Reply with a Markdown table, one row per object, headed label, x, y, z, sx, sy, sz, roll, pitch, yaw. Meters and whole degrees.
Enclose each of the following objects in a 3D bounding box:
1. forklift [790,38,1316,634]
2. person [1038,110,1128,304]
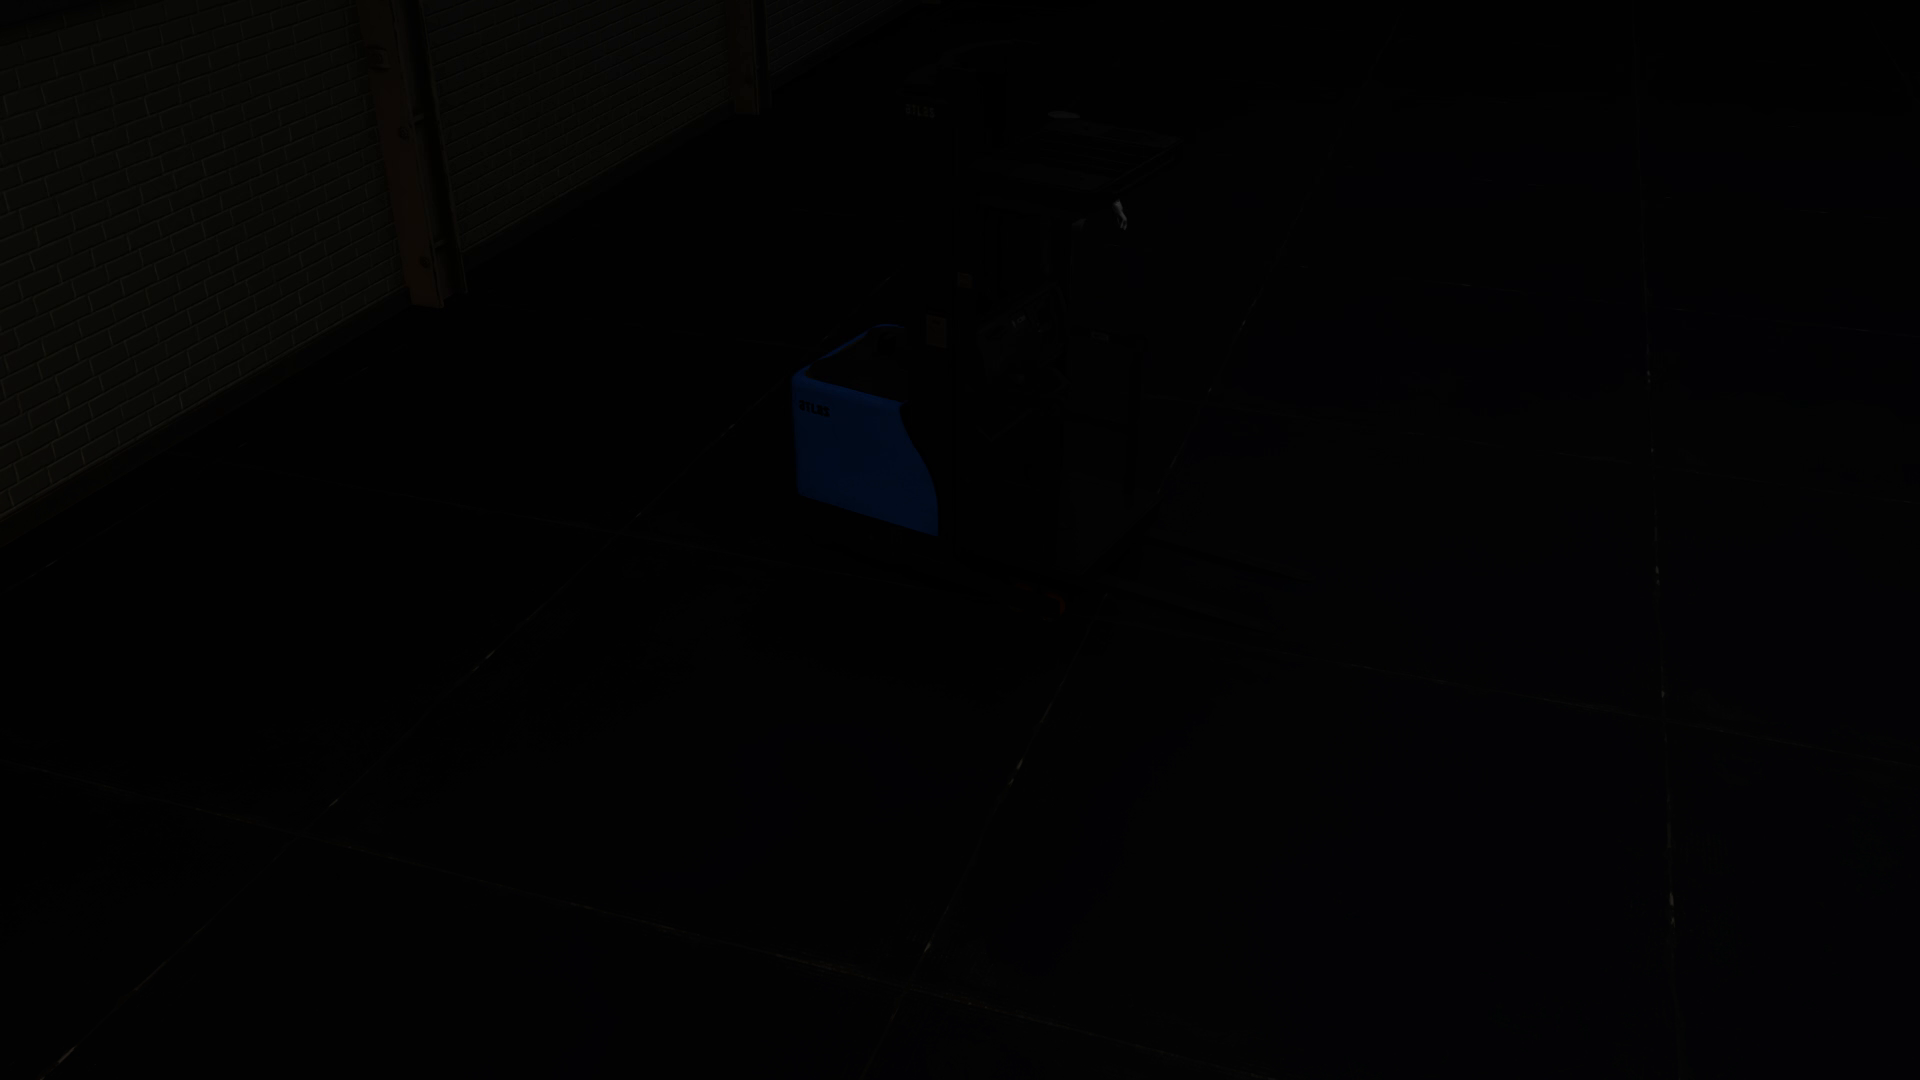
| label | x | y | z | sx | sy | sz | roll | pitch | yaw |
| --- | --- | --- | --- | --- | --- | --- | --- | --- | --- |
| forklift | 0.524 | -1.118 | 9.098 | 3.031 | 2.935 | 1.130 | 17 | 34 | 27 |
| person | 0.806 | -2.507 | 12.840 | 0.893 | 1.628 | 0.717 | -7 | 30 | -12 |
